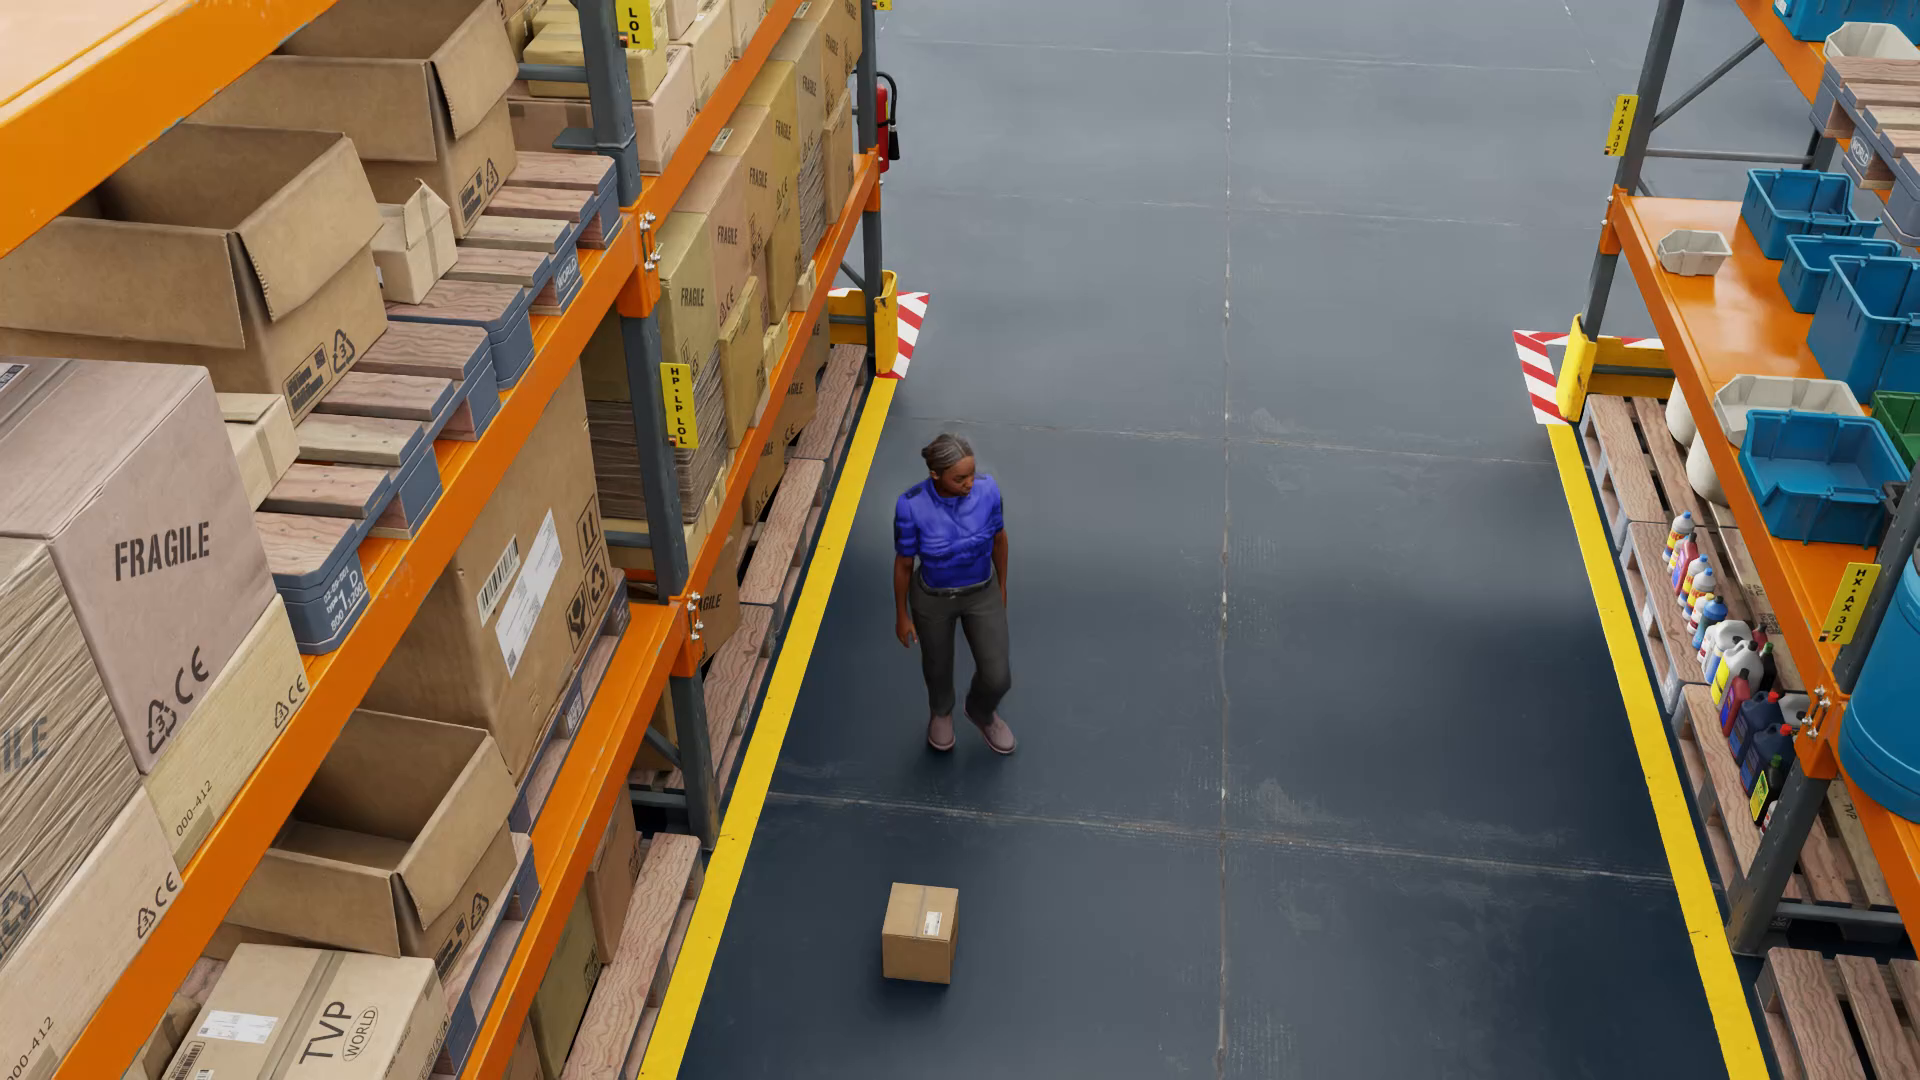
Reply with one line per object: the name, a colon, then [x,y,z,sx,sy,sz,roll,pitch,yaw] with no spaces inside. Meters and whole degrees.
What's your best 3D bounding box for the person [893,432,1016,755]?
person: [-0.020,0.219,6.730,0.516,1.666,0.455,-7,37,-9]
